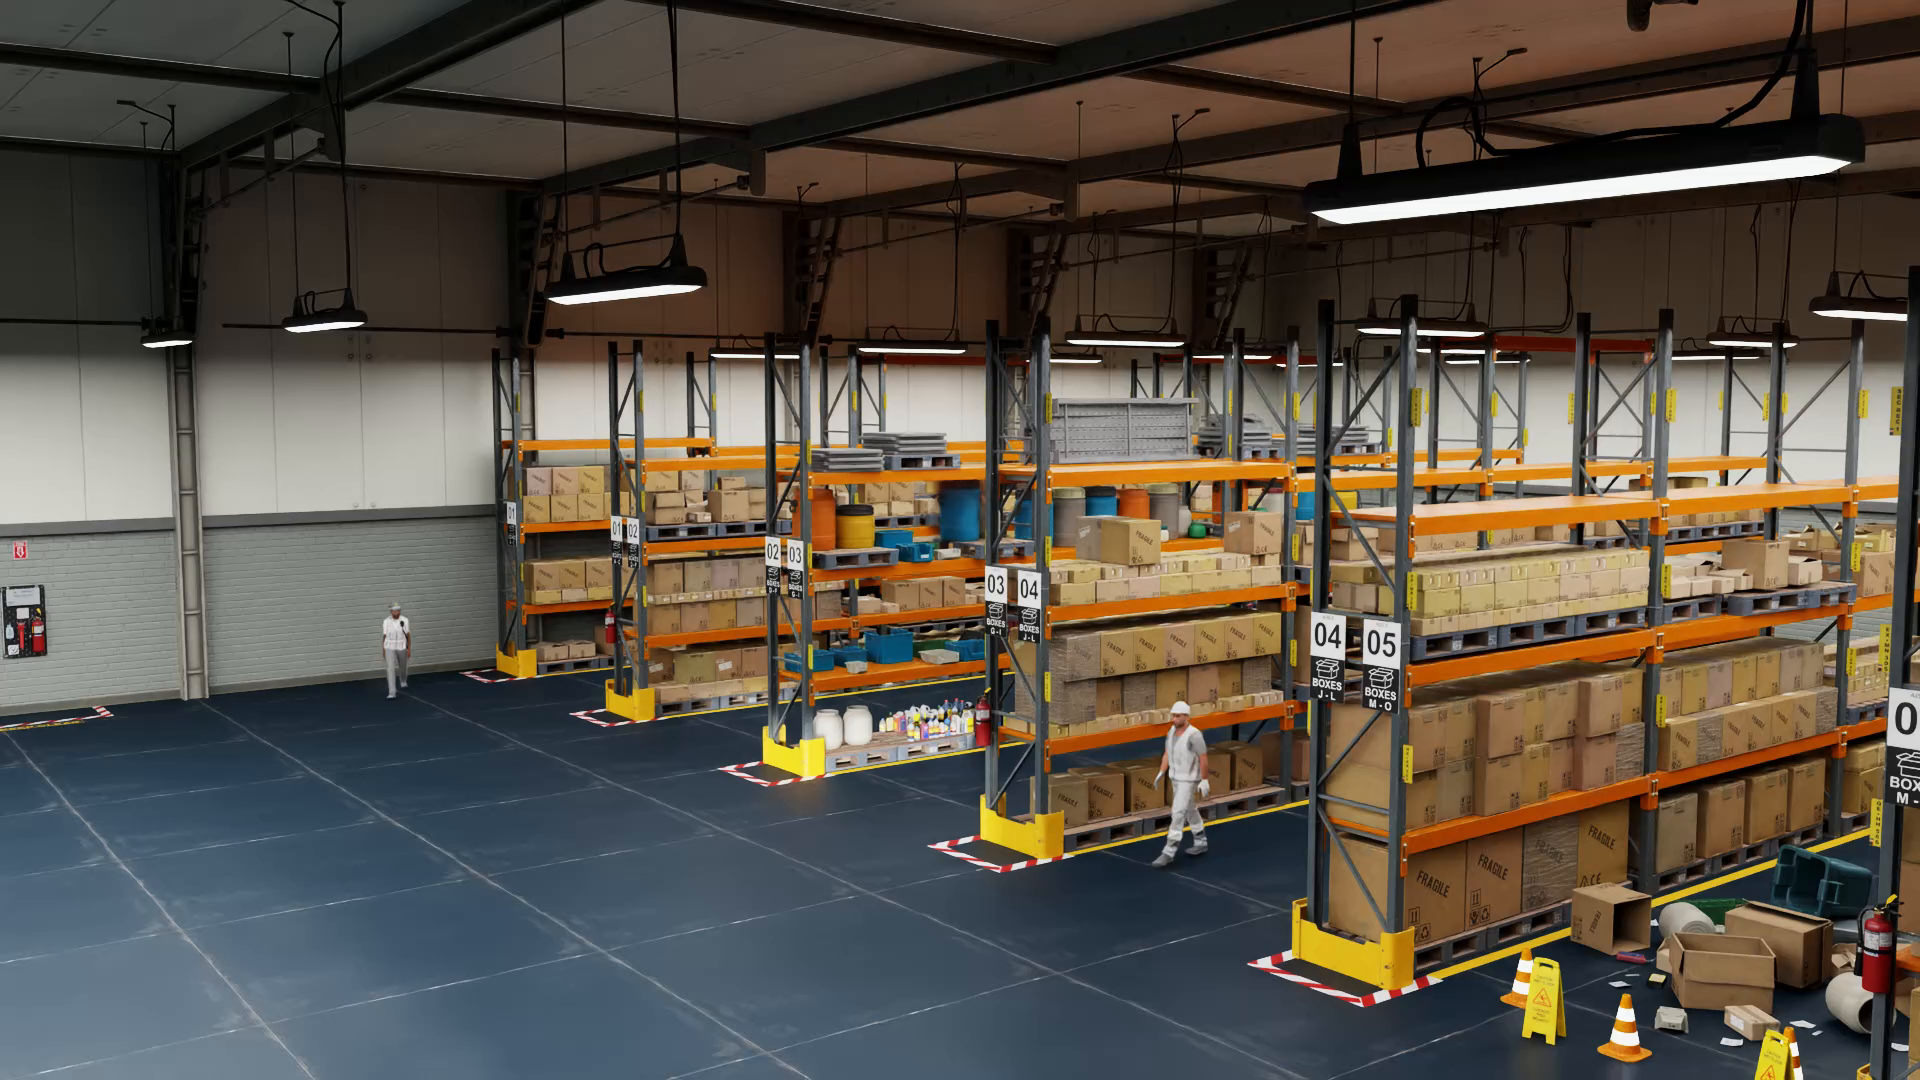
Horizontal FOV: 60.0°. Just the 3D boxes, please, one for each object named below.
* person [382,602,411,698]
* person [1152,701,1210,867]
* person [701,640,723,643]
[{"bbox_3d":[-9.644,1.850,28.474,0.459,1.619,1.011,-2,5,-18],"label":"person"},{"bbox_3d":[2.402,2.652,18.371,0.902,1.746,0.544,-3,6,-27],"label":"person"},{"bbox_3d":[-4.467,1.697,29.985,0.555,1.729,0.759,3,6,30],"label":"person"}]
